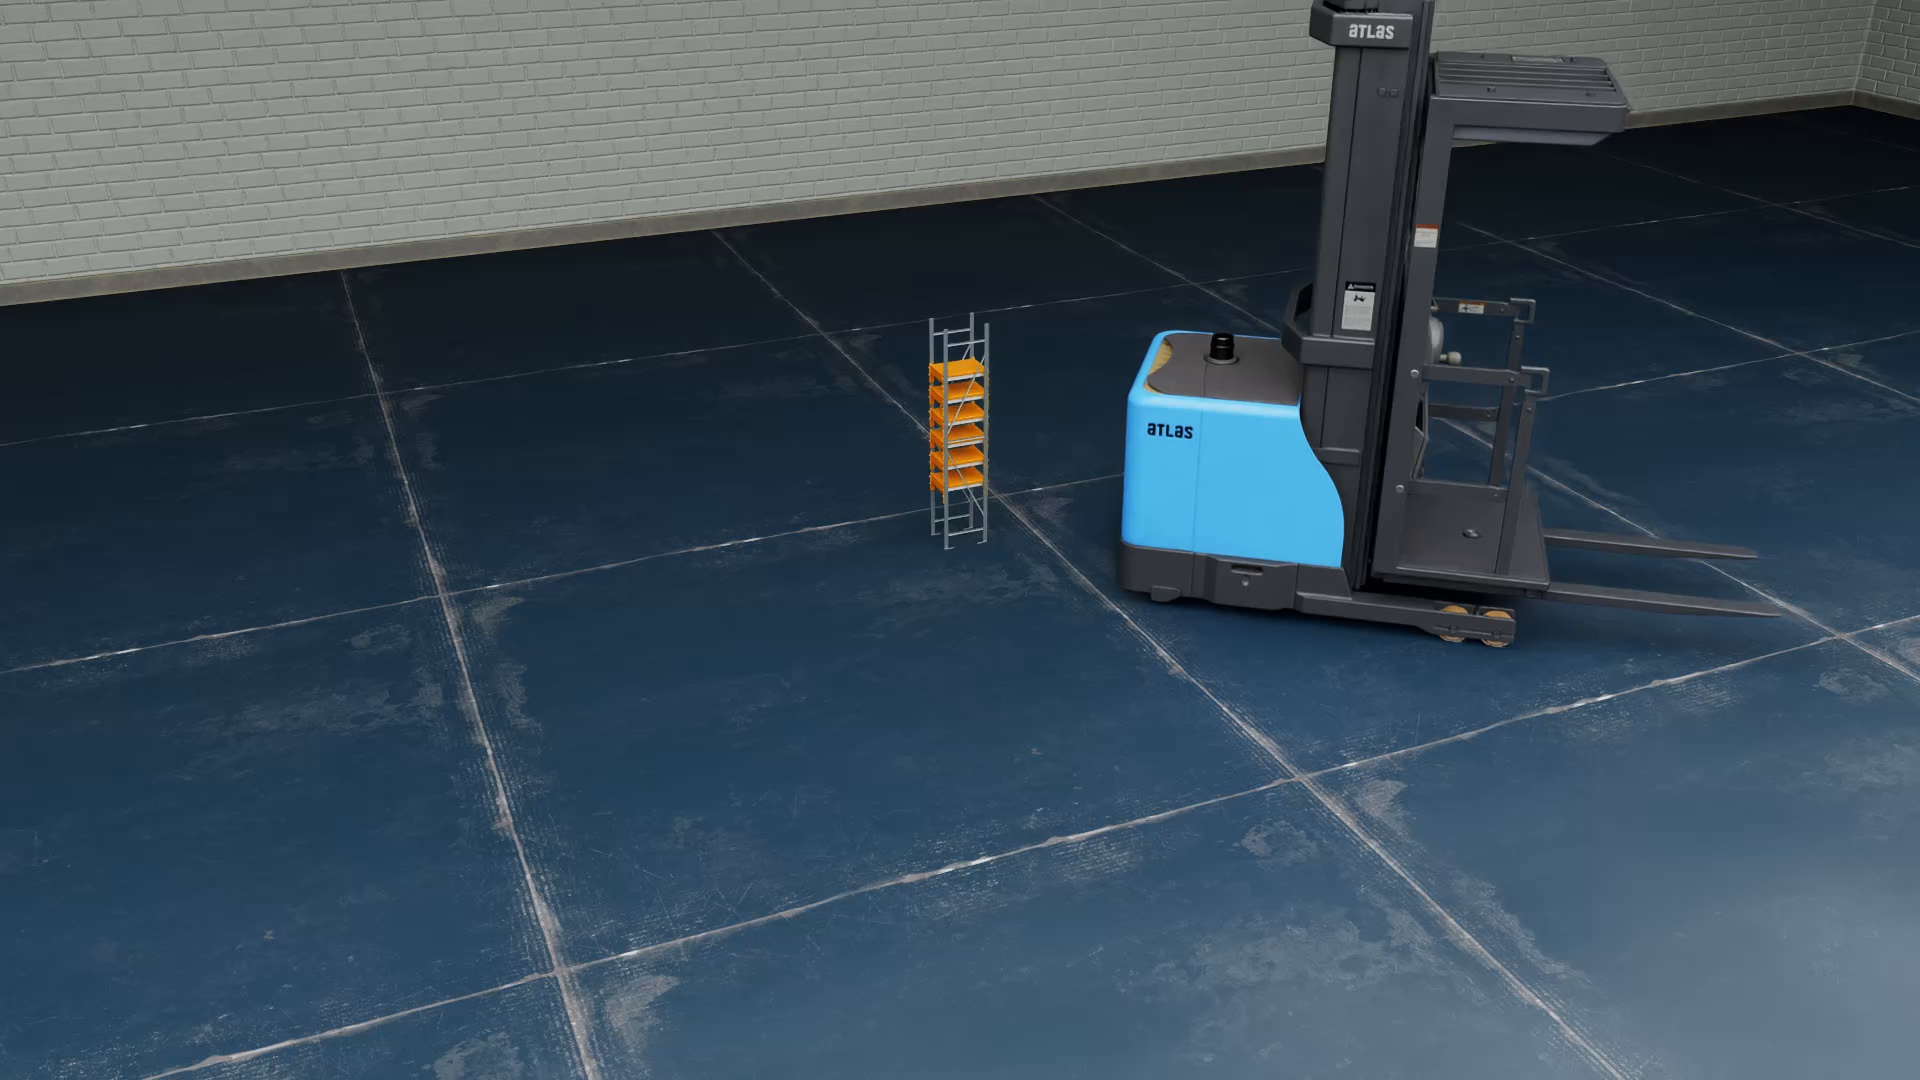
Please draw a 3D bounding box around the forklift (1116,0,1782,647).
[{"bbox_3d":[2.343,-1.078,7.616,3.031,2.935,1.130,6,27,13],"label":"forklift"}]

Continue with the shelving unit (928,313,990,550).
[{"bbox_3d":[-0.006,-0.545,8.499,0.258,1.200,0.189,-11,28,-21],"label":"shelving unit"}]

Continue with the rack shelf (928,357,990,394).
[{"bbox_3d":[-0.006,-0.829,8.360,0.258,0.103,0.180,-11,28,-21],"label":"rack shelf"}]

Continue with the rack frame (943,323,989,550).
[{"bbox_3d":[0.030,-0.508,8.423,0.240,1.200,0.006,-11,28,-21],"label":"rack frame"}]

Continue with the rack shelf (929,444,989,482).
[{"bbox_3d":[-0.006,-0.397,8.571,0.258,0.103,0.180,-11,28,-21],"label":"rack shelf"}]

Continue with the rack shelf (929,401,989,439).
[{"bbox_3d":[-0.006,-0.613,8.466,0.258,0.103,0.180,-11,28,-21],"label":"rack shelf"}]

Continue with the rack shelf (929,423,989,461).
[{"bbox_3d":[-0.006,-0.505,8.518,0.258,0.103,0.180,-11,28,-21],"label":"rack shelf"}]

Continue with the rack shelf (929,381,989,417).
[{"bbox_3d":[-0.006,-0.721,8.413,0.258,0.103,0.180,-11,28,-21],"label":"rack shelf"}]

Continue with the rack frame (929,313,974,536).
[{"bbox_3d":[-0.042,-0.582,8.574,0.240,1.200,0.006,-11,28,-21],"label":"rack frame"}]

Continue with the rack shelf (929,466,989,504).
[{"bbox_3d":[-0.006,-0.289,8.624,0.258,0.103,0.180,-11,28,-21],"label":"rack shelf"}]
